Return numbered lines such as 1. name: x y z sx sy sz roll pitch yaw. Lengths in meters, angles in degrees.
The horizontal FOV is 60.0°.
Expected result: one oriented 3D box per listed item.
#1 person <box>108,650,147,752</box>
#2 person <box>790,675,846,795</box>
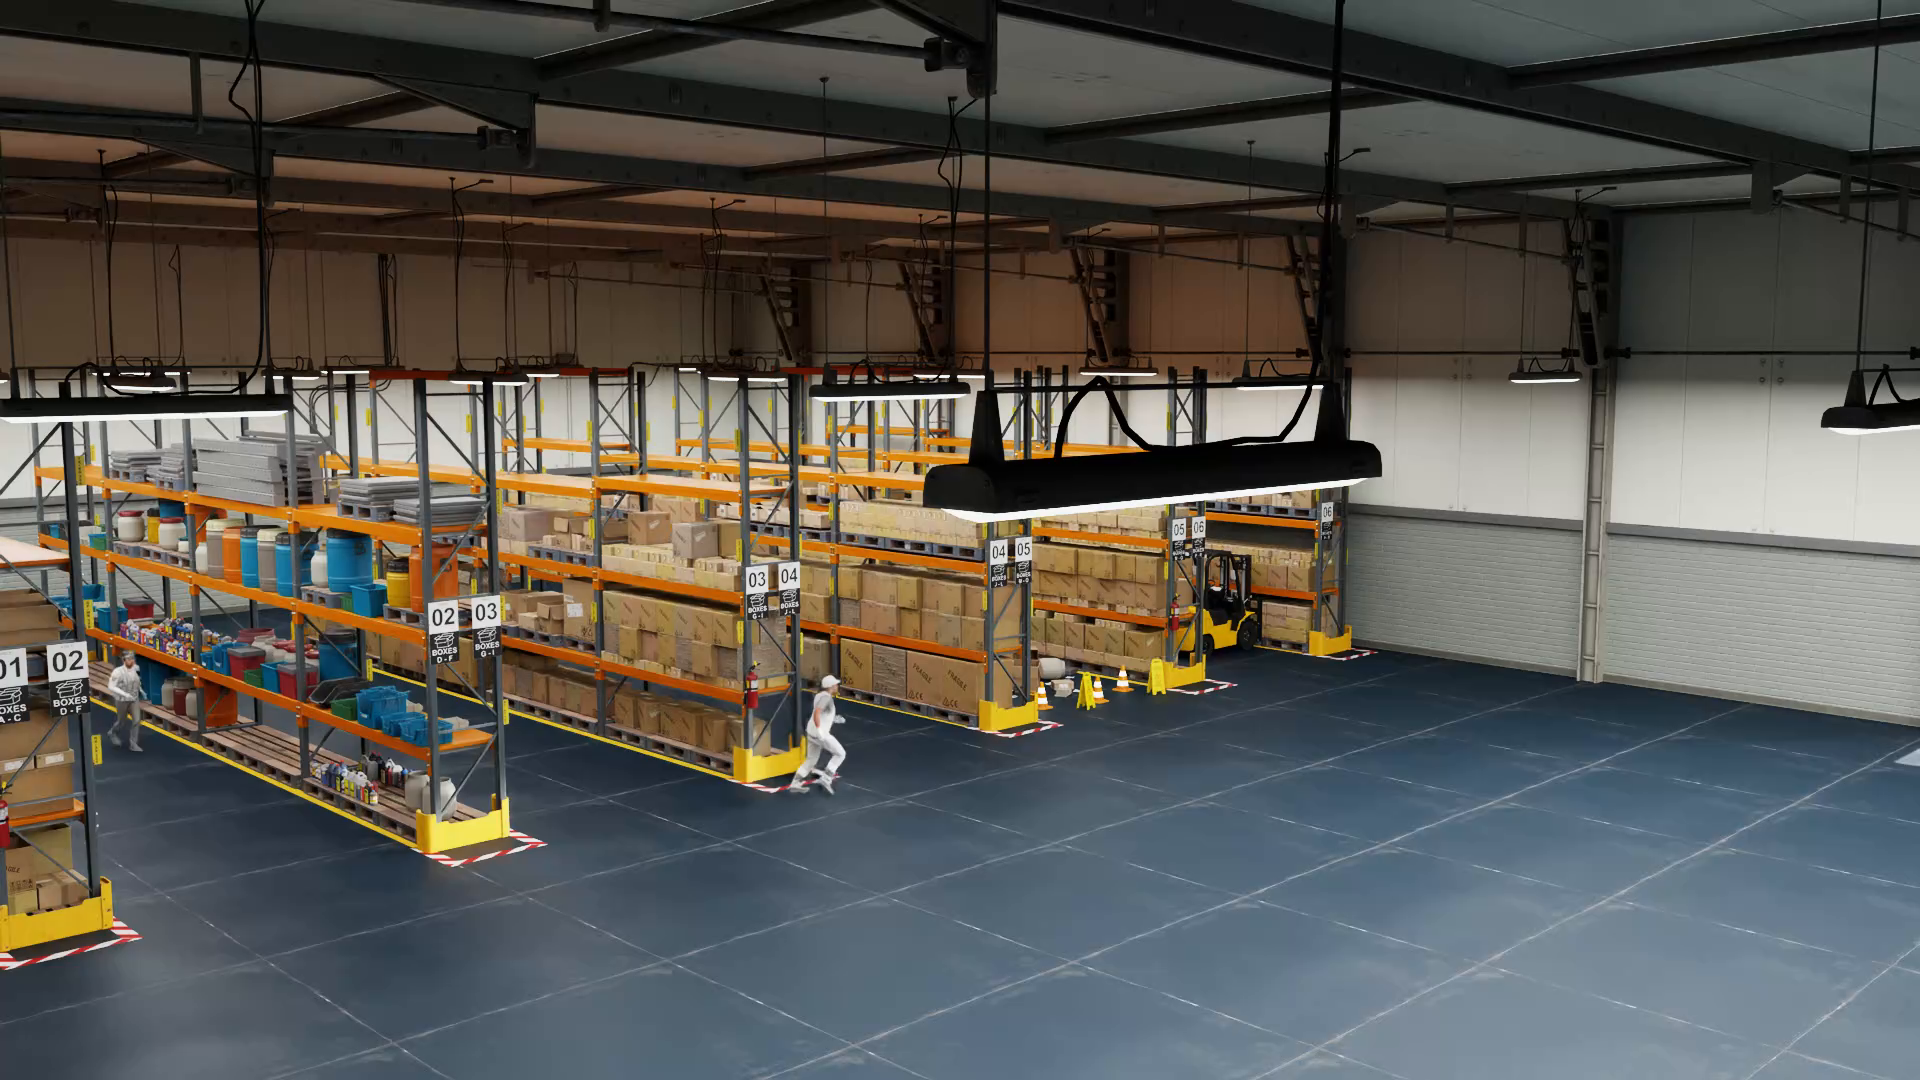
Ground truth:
1. person: -13.310 2.539 26.478 0.812 1.646 0.604 5 8 36
2. person: -2.010 2.799 23.784 0.884 1.723 0.651 -3 7 -21
